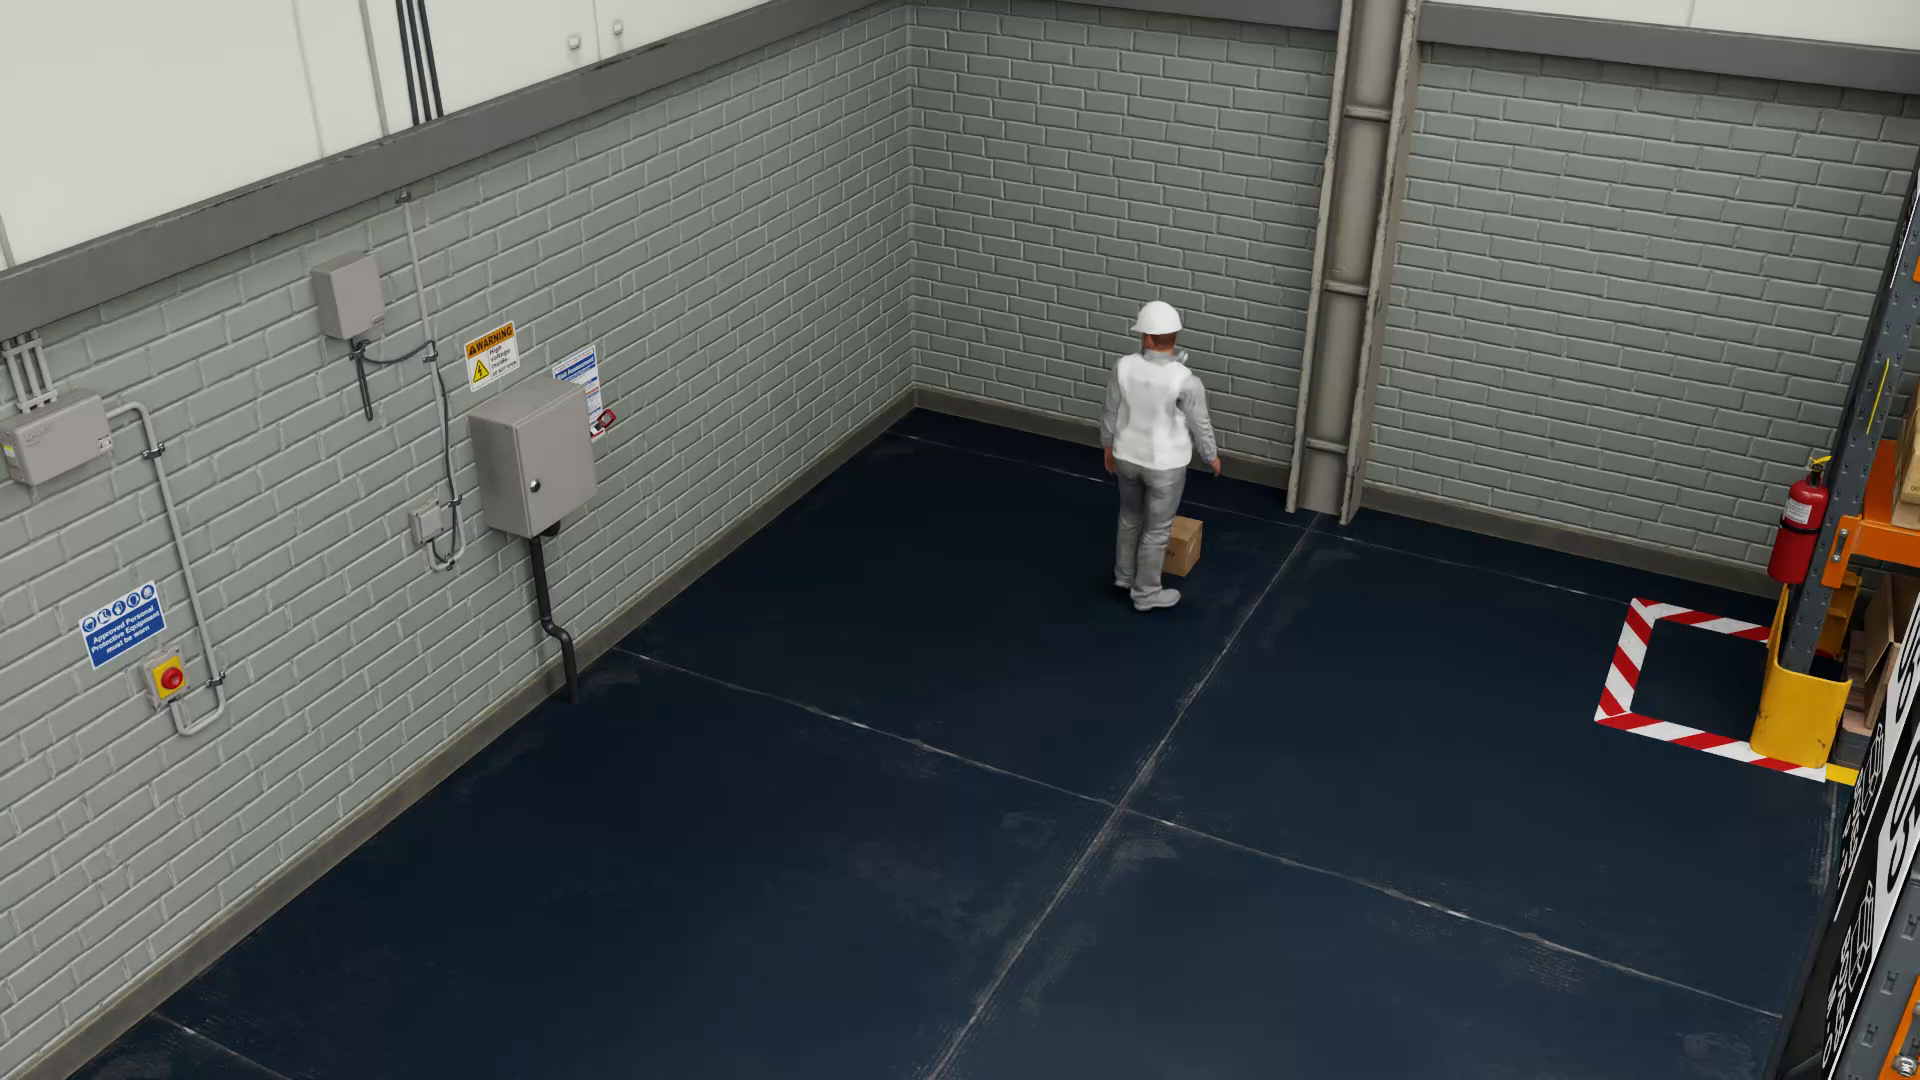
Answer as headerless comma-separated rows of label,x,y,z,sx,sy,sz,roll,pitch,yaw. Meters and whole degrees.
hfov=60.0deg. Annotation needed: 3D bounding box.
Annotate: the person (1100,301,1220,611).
person,1.084,-0.421,9.035,0.589,1.851,0.457,22,36,33
